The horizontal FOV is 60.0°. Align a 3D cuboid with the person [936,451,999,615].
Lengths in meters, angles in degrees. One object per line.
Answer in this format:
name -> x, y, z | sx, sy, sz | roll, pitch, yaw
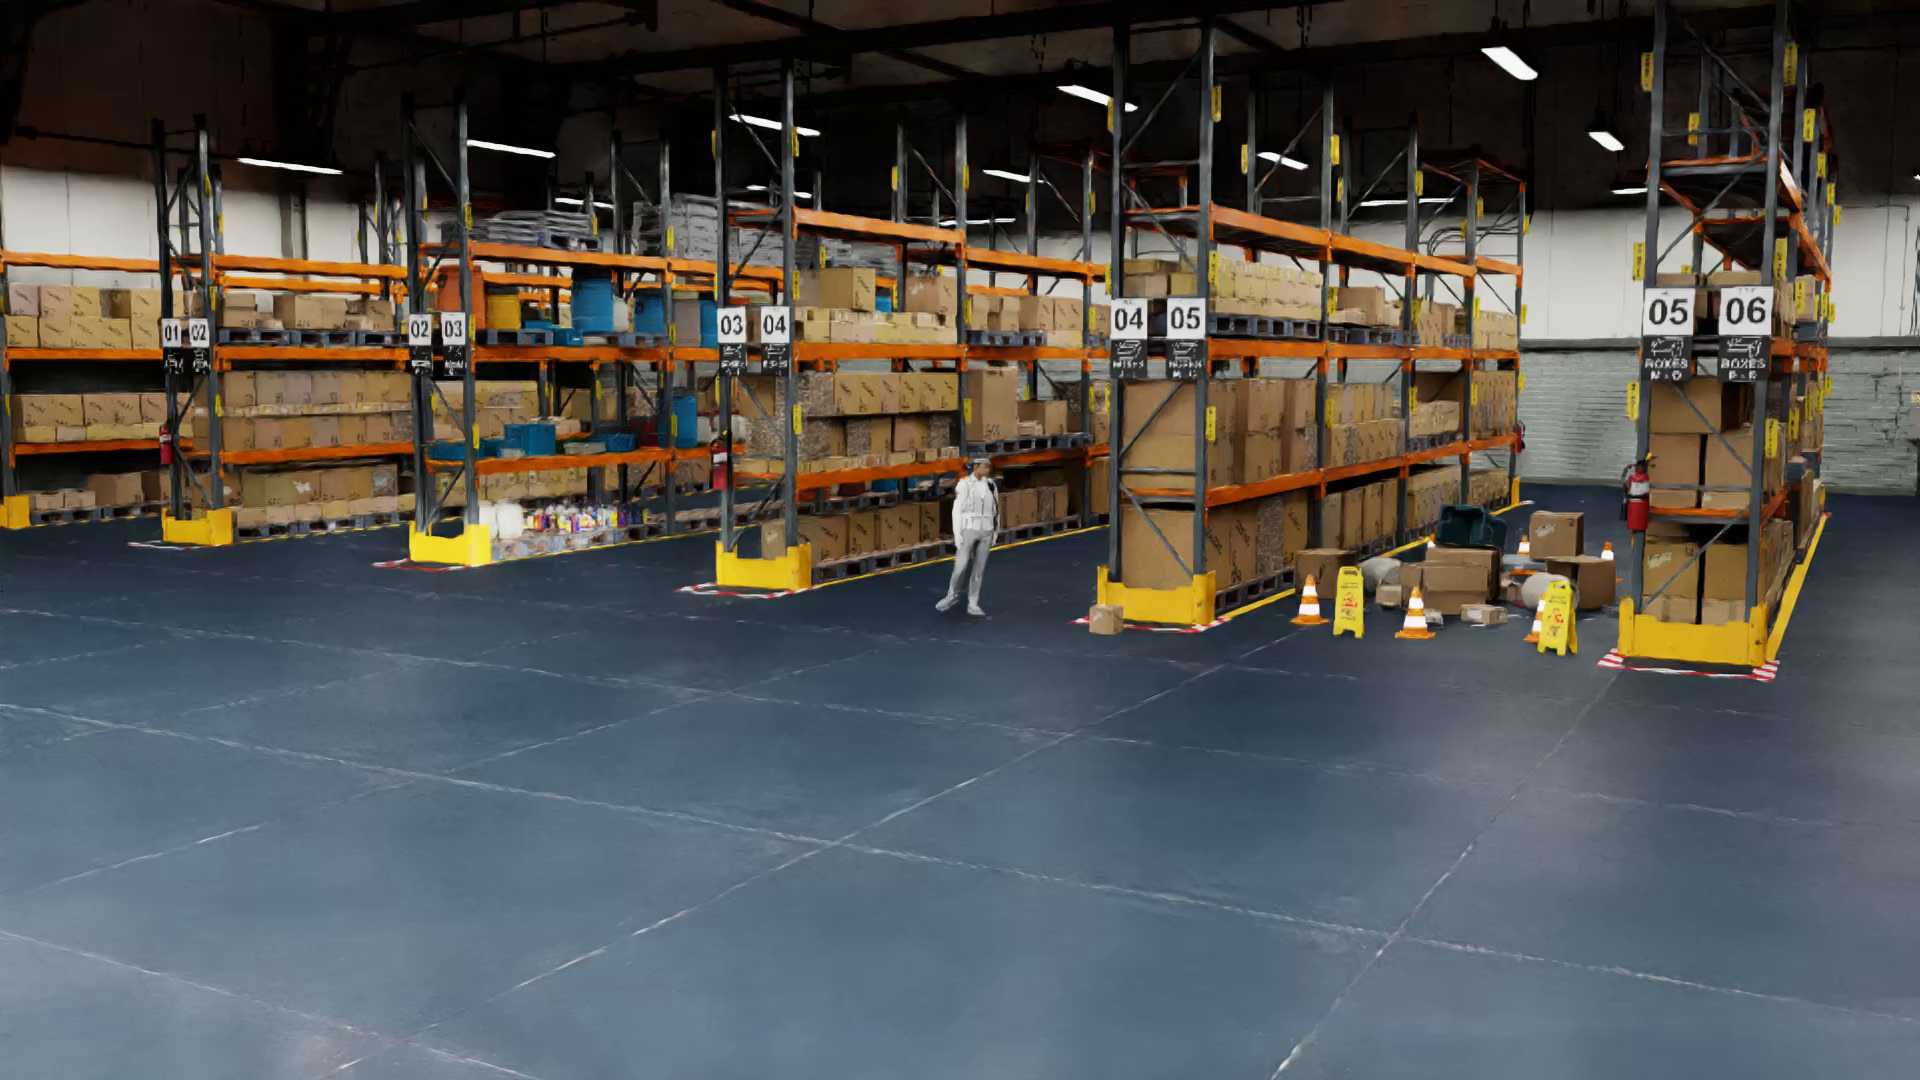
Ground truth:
person -> 0.099, -0.070, 16.848 | 0.650, 1.659, 0.442 | -2, 6, -21
